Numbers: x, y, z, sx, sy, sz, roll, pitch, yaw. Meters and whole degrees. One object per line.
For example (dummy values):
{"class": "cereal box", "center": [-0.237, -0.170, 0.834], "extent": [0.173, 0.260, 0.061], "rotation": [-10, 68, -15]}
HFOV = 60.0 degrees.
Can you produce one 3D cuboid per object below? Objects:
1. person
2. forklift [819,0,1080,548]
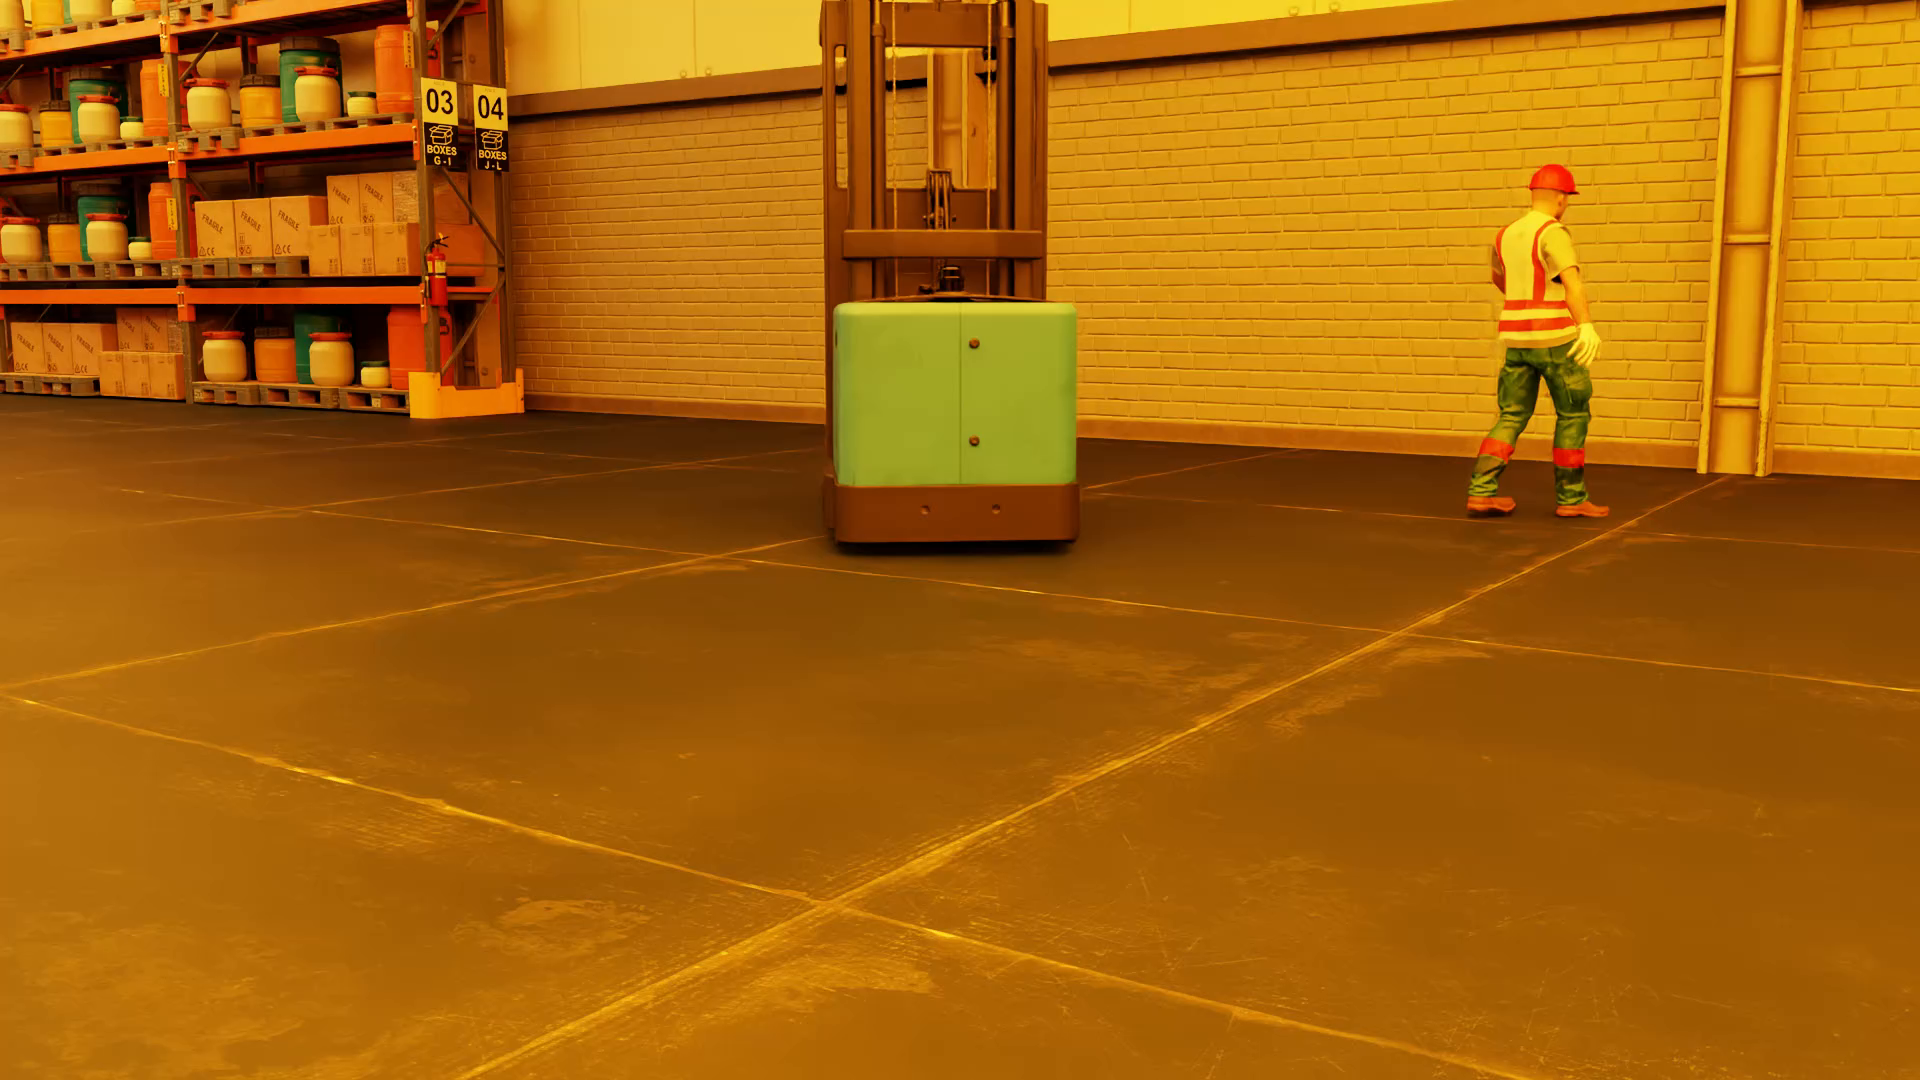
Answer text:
{"class": "person", "center": [2.966, -0.986, 8.336], "extent": [0.762, 1.762, 0.996], "rotation": [-4, 9, -23]}
{"class": "forklift", "center": [-0.145, -1.586, 8.346], "extent": [1.130, 2.935, 3.031], "rotation": [-1, 8, -6]}
